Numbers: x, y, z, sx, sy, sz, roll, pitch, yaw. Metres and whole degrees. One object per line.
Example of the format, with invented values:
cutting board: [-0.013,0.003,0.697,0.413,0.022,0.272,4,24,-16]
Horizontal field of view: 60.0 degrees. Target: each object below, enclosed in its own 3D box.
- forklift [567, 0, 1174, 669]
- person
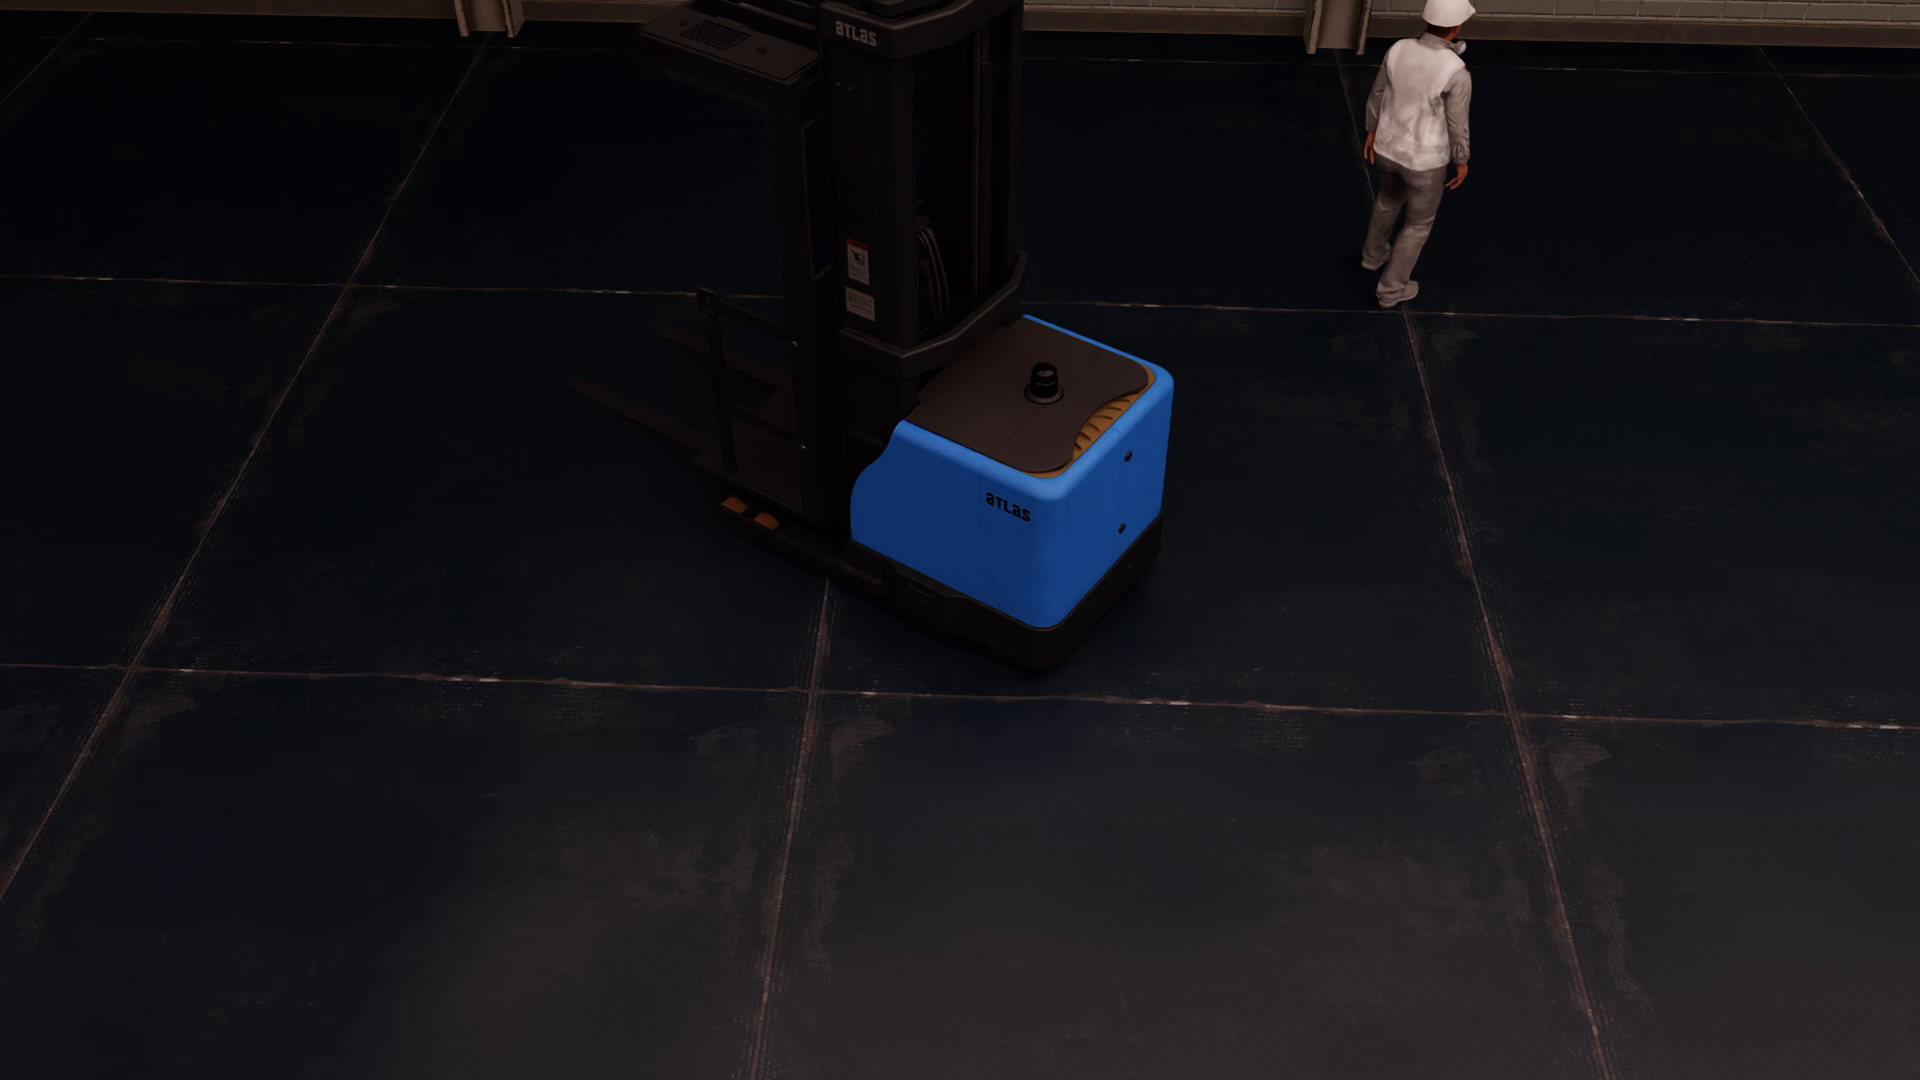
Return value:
forklift: [-0.567,-1.313,7.181,3.031,2.935,1.130,25,48,25]
person: [2.478,-2.105,8.941,0.520,1.797,0.613,-29,50,-28]
